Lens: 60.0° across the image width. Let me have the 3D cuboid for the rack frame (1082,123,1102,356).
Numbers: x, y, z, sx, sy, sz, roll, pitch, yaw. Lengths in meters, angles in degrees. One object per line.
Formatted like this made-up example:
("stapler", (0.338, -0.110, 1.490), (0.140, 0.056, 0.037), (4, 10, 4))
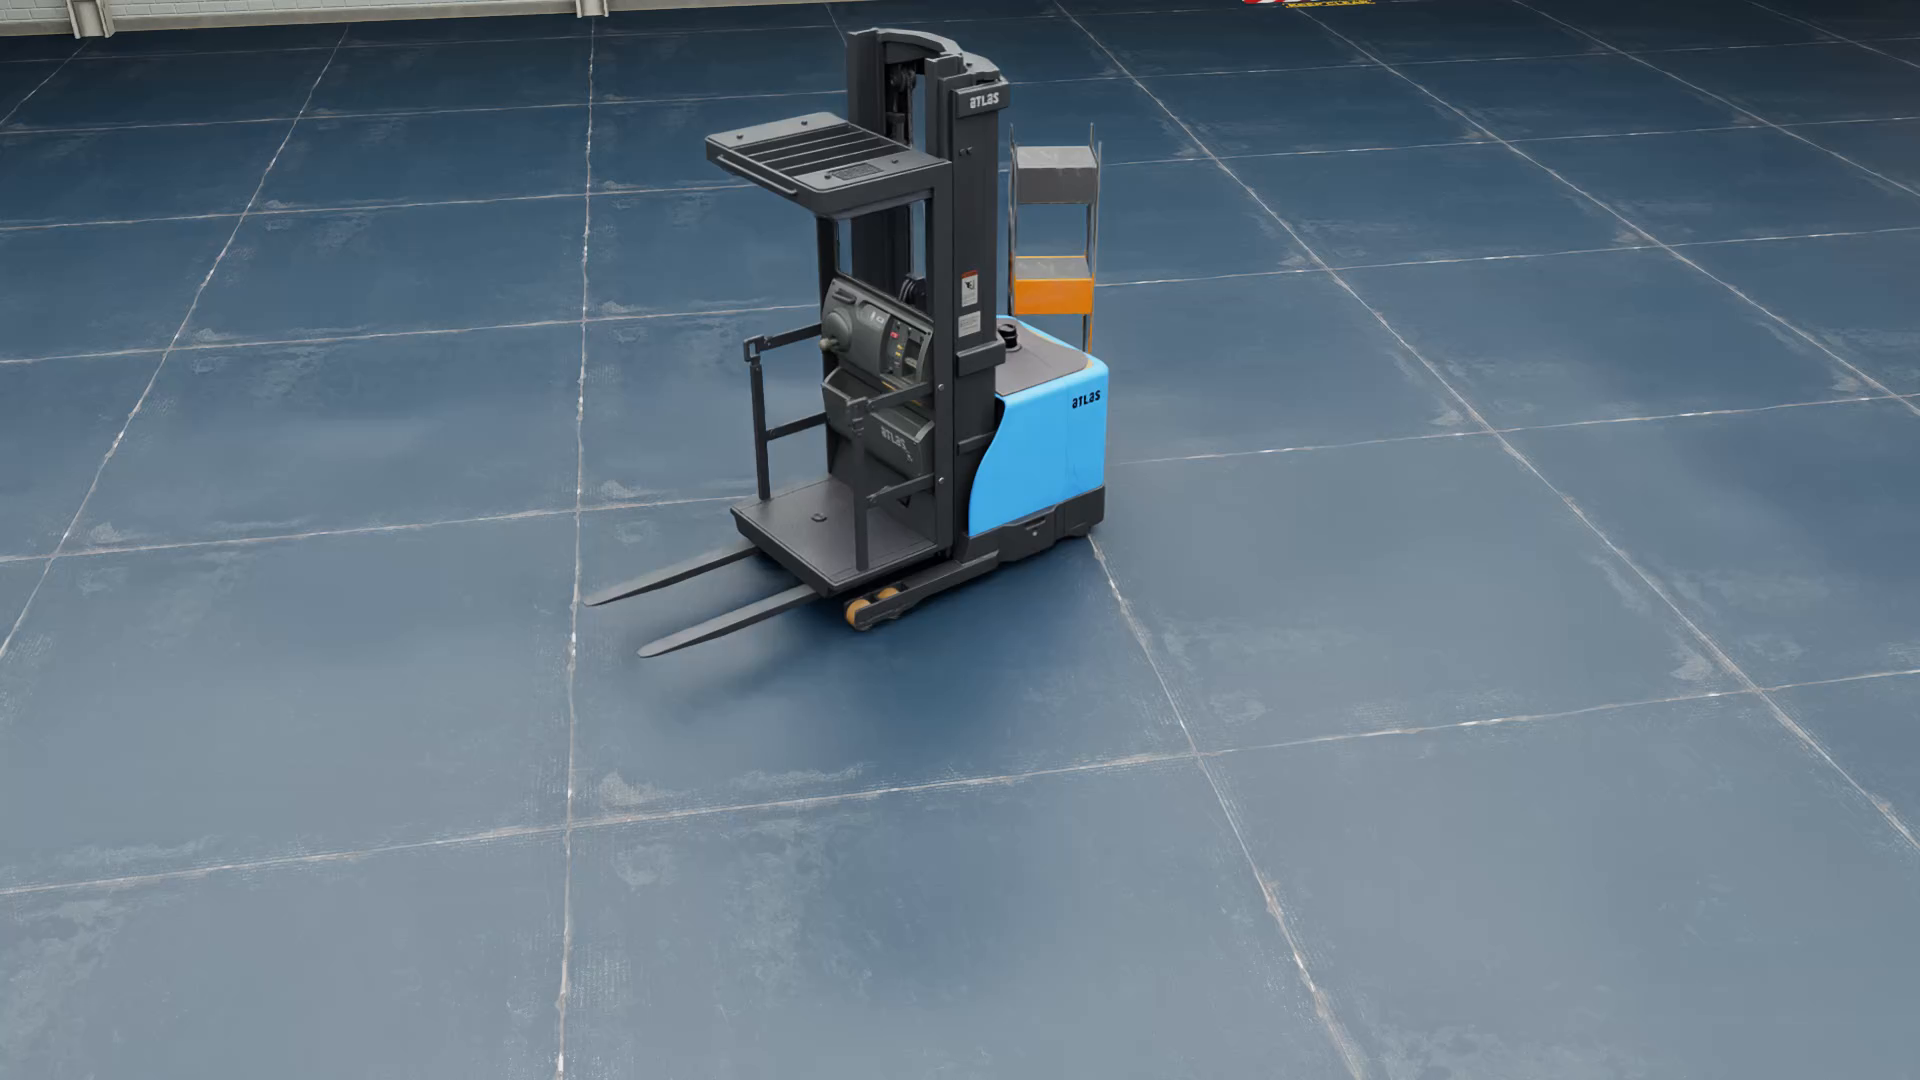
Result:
("rack frame", (0.804, -1.497, 10.339), (0.015, 2.100, 0.400), (-1, 30, -2))

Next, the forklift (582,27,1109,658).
("forklift", (-0.613, -1.077, 8.805), (3.031, 2.935, 1.130), (-21, 37, -32))

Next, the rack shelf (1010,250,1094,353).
("rack shelf", (0.560, -1.480, 10.336), (0.480, 0.518, 0.431), (-1, 30, -2))

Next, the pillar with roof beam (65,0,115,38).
("pillar with roof beam", (-9.837, -7.937, 14.484), (0.400, 9.000, 9.100), (-5, 31, -9))

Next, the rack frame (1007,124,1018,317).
("rack frame", (0.316, -1.486, 10.320), (0.015, 2.100, 0.400), (-1, 30, -2))

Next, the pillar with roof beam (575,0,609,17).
("pillar with roof beam", (-3.935, -8.484, 15.416), (0.400, 9.000, 9.100), (-5, 31, -9))

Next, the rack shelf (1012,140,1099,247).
("rack shelf", (0.560, -2.083, 9.982), (0.480, 0.518, 0.431), (-1, 30, -2))

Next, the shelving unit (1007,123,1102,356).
("shelving unit", (0.560, -1.492, 10.329), (0.503, 2.100, 0.431), (-1, 30, -2))
